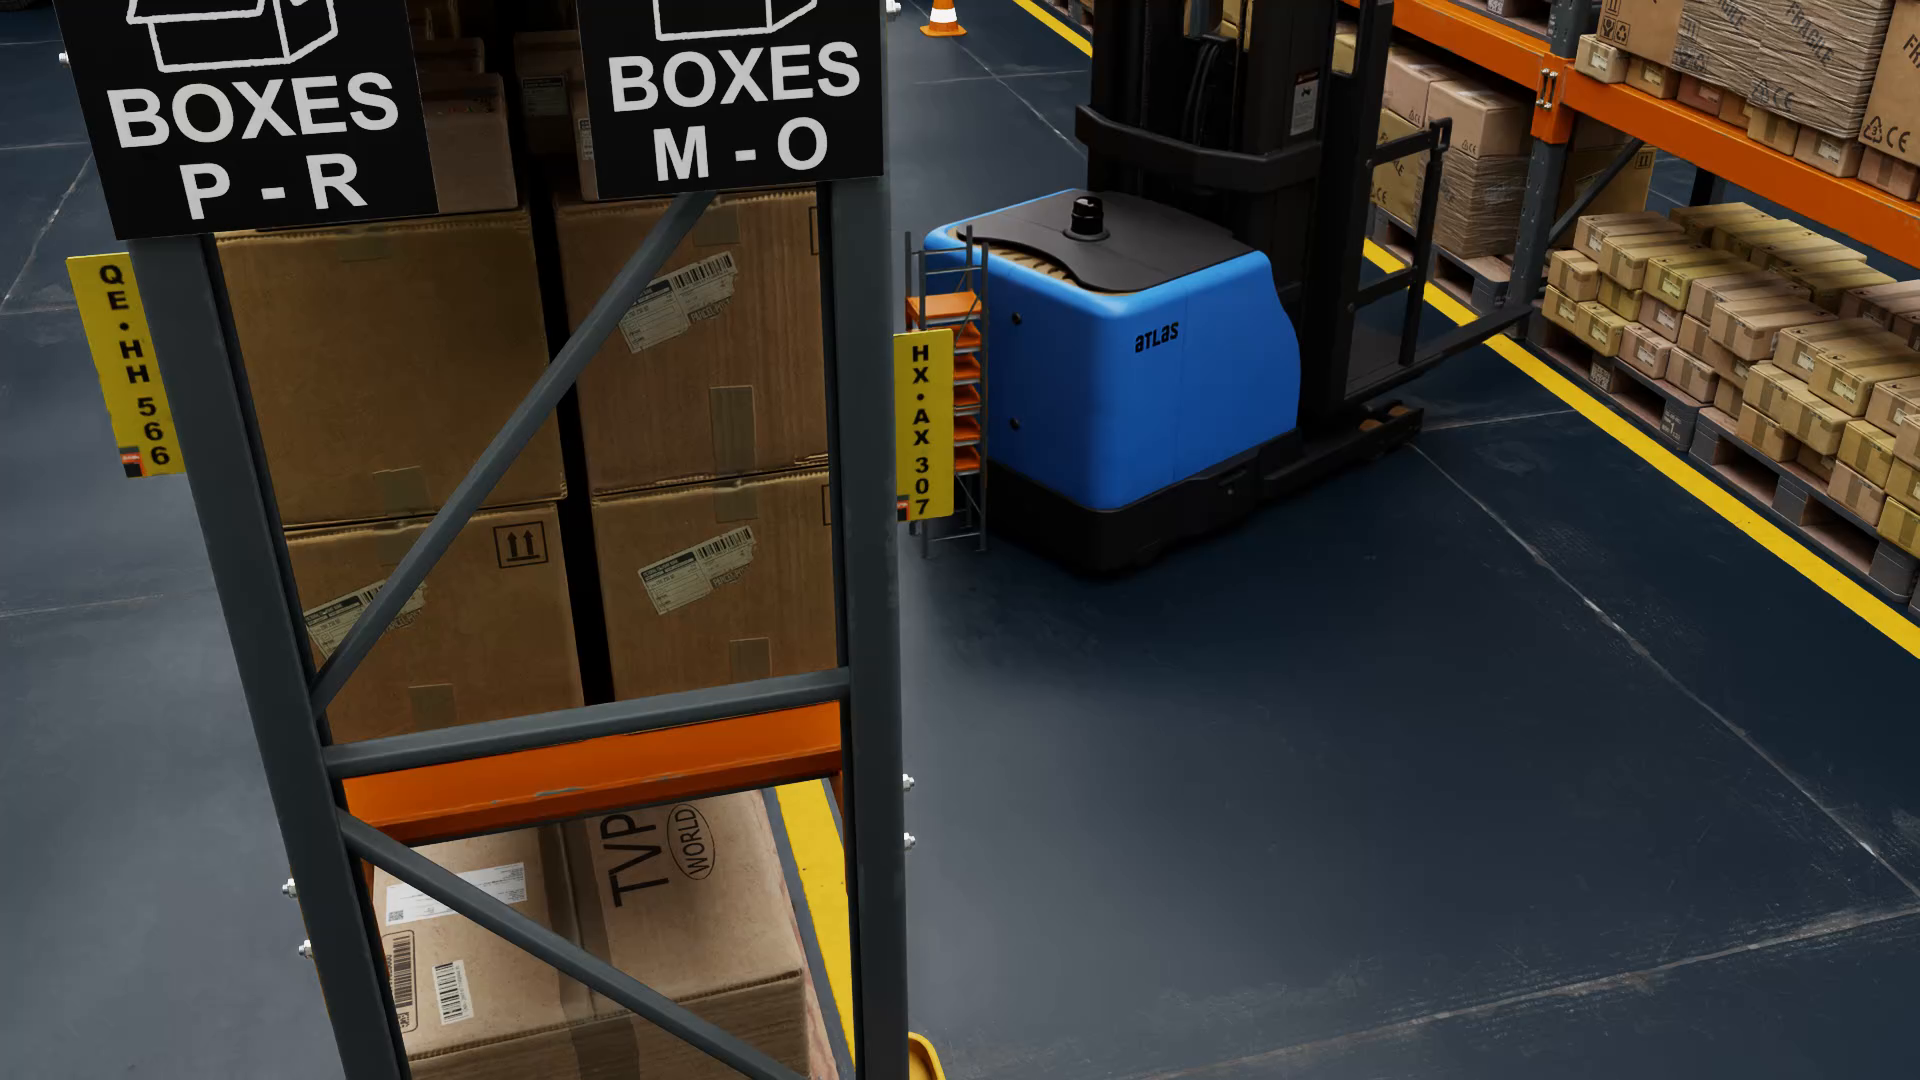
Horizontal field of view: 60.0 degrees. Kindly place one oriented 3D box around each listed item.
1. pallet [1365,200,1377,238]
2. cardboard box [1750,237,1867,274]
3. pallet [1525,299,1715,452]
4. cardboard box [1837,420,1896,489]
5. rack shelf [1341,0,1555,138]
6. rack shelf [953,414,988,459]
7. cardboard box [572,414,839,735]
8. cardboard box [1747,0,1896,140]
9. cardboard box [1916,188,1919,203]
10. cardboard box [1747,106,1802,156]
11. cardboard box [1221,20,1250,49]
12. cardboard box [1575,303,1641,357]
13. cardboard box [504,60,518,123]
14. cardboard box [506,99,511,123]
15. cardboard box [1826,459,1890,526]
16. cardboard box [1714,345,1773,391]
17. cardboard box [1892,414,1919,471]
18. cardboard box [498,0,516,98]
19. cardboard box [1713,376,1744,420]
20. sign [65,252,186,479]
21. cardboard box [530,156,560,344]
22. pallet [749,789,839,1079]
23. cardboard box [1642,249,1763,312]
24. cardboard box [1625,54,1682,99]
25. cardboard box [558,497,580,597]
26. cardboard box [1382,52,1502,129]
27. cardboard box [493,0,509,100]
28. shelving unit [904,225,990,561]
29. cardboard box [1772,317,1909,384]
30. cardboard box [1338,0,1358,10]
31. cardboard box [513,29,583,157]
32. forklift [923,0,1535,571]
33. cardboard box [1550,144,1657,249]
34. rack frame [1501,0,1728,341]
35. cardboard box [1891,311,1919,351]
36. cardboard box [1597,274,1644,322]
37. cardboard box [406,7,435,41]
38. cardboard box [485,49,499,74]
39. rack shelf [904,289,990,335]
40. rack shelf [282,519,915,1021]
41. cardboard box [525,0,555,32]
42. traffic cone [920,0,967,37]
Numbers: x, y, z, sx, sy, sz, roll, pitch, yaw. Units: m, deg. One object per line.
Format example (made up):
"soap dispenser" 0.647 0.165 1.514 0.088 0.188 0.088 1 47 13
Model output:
"pallet" 2.553 -2.094 9.658 1.003 0.211 1.213 -8 31 -13
"cardboard box" 3.613 -1.166 7.103 0.380 0.149 0.250 -8 31 -14
"pallet" 3.301 -0.809 7.436 1.003 0.211 1.213 -8 31 -13
"cardboard box" 3.395 -0.322 5.942 0.380 0.149 0.250 -6 31 -11
"rack shelf" 2.557 -2.990 9.139 1.077 0.370 4.000 -8 31 -13
"rack shelf" -0.047 -0.363 6.008 0.258 0.103 0.180 -8 31 -14
"cardboard box" -0.446 -0.009 3.172 0.500 0.500 0.500 -8 31 -14
"cardboard box" 3.214 -1.748 5.879 0.500 0.500 0.500 -9 31 -14
"cardboard box" 3.448 -1.174 5.535 0.380 0.149 0.250 -7 31 -12
"cardboard box" 3.180 -1.547 6.179 0.380 0.149 0.250 -7 31 -12
"cardboard box" 1.968 -2.991 10.500 0.500 0.500 0.500 -9 31 -15
"cardboard box" 2.946 -0.936 7.299 0.380 0.149 0.250 -7 31 -12
"cardboard box" -1.146 -1.234 5.287 0.500 0.500 0.500 -9 31 -14
"cardboard box" -2.020 -1.746 6.423 0.500 0.250 0.500 -9 31 -14
"cardboard box" 3.397 -0.194 6.018 0.380 0.149 0.250 -7 31 -12
"cardboard box" 3.248 -0.704 6.602 0.380 0.149 0.250 -6 31 -11
"cardboard box" 3.430 -0.324 5.647 0.380 0.149 0.250 -7 31 -11
"cardboard box" -1.139 -1.667 5.037 0.500 0.500 0.500 -8 31 -14
"cardboard box" 3.282 -0.582 6.687 0.380 0.149 0.250 -9 31 -15
"sign" -1.123 -0.234 2.268 0.100 0.325 0.005 -8 31 -13
"cardboard box" -0.592 -0.691 3.351 0.500 0.500 0.500 -9 31 -15
"pallet" -0.883 1.135 4.079 1.003 0.211 1.213 -8 31 -13
"cardboard box" 3.111 -1.090 6.972 0.380 0.149 0.250 -8 31 -14
"cardboard box" 2.988 -1.931 6.843 0.380 0.149 0.250 -7 31 -12
"cardboard box" -1.098 -0.182 3.470 0.500 0.500 0.500 -8 31 -14
"cardboard box" 2.523 -2.336 8.619 0.500 0.250 0.500 -6 31 -11
"cardboard box" -1.637 -1.597 4.917 0.500 0.500 0.500 -8 31 -14
"shelving unit" -0.047 -0.506 5.926 0.258 1.200 0.189 -8 31 -14
"cardboard box" 3.342 -0.713 6.320 0.380 0.149 0.250 -9 31 -15
"cardboard box" 2.111 -3.081 9.907 0.500 0.250 0.500 -8 31 -14
"cardboard box" -0.561 -0.778 2.855 0.380 0.149 0.250 -7 31 -12
"forklift" 1.291 -1.773 6.387 3.031 2.935 1.130 -24 38 -35
"cardboard box" 3.148 -1.827 8.489 0.500 0.500 0.500 -7 31 -11
"rack frame" 3.088 -2.335 7.290 1.000 3.000 0.127 -8 31 -13
"cardboard box" 3.851 -0.783 6.441 0.380 0.149 0.250 -9 31 -15
"cardboard box" 3.030 -1.084 7.258 0.380 0.149 0.250 -8 31 -13
"cardboard box" -1.124 -0.833 2.949 0.380 0.149 0.250 -8 31 -14
"cardboard box" -1.248 -0.861 3.646 0.500 0.500 0.500 -8 31 -14
"rack shelf" -0.047 -0.779 5.768 0.258 0.103 0.180 -8 31 -14
"rack shelf" -1.127 -0.351 4.580 1.077 0.370 4.000 -8 31 -13
"cardboard box" -0.728 -1.164 3.521 0.380 0.149 0.250 -8 31 -13
"traffic cone" -0.135 -4.253 13.135 0.336 0.463 0.334 -8 31 -13
